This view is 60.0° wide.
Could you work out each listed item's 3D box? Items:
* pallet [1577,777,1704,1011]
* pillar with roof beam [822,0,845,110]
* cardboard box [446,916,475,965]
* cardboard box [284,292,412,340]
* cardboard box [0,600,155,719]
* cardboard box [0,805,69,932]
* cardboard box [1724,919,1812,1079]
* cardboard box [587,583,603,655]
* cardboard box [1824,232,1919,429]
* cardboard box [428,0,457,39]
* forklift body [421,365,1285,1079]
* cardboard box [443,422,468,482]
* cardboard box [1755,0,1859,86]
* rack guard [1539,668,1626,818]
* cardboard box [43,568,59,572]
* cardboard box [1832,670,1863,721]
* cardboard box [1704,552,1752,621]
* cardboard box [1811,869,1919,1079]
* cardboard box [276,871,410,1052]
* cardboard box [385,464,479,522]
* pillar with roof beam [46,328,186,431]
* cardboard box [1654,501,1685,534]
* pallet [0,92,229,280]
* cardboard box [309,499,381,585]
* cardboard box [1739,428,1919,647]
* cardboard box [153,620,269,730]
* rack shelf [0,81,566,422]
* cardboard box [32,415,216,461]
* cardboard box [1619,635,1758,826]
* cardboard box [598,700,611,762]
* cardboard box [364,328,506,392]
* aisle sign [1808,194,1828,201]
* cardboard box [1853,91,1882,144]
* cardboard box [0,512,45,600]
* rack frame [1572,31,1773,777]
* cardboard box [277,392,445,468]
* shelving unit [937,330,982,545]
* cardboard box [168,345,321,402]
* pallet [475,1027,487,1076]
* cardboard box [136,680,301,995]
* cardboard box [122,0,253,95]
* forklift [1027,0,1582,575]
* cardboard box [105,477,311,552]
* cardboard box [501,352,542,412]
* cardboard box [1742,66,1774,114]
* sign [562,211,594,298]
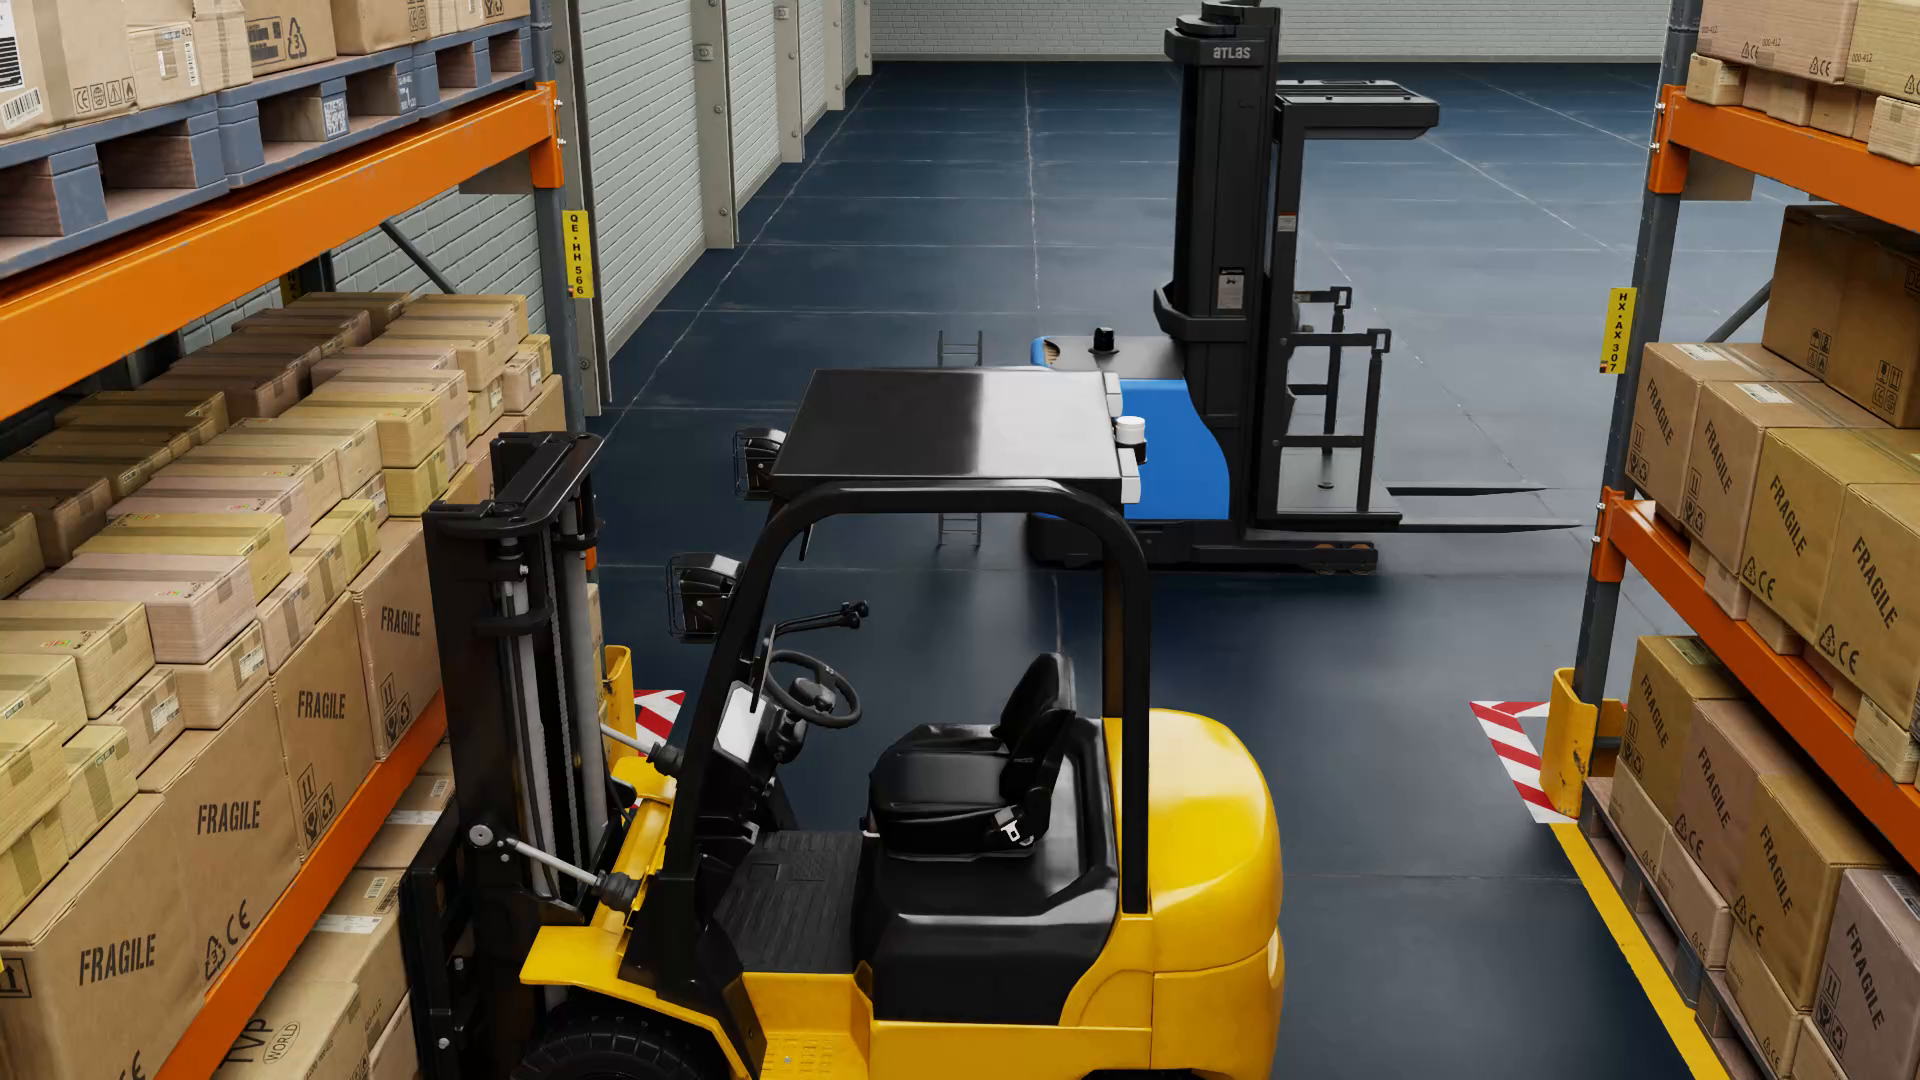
[{"bbox_3d":[2.933,1.252,6.011,1.003,0.211,1.213,1,21,2],"label":"pallet"},{"bbox_3d":[2.145,-11.608,27.005,9.100,9.000,0.400,1,21,2],"label":"pillar with roof beam"},{"bbox_3d":[-1.708,1.159,4.925,0.500,0.250,0.500,1,21,1],"label":"cardboard box"},{"bbox_3d":[-2.190,-0.791,5.975,0.380,0.149,0.250,0,21,1],"label":"cardboard box"},{"bbox_3d":[-1.865,0.236,3.327,0.380,0.149,0.250,0,21,1],"label":"cardboard box"},{"bbox_3d":[-1.815,0.562,2.898,0.380,0.149,0.250,0,21,1],"label":"cardboard box"},{"bbox_3d":[2.667,1.387,5.027,0.500,0.250,0.500,2,21,5],"label":"cardboard box"},{"bbox_3d":[-1.668,0.367,6.274,0.500,0.250,0.500,1,21,3],"label":"cardboard box"},{"bbox_3d":[3.175,-0.651,5.128,0.700,0.500,0.500,1,21,2],"label":"cardboard box"},{"bbox_3d":[-1.696,-1.606,4.842,0.396,0.266,0.258,1,21,2],"label":"cardboard box"},{"bbox_3d":[-0.200,0.679,4.806,2.313,2.155,1.214,1,21,2],"label":"forklift body"},{"bbox_3d":[-1.724,-0.271,5.045,0.380,0.149,0.250,0,21,0],"label":"cardboard box"},{"bbox_3d":[2.689,-1.476,4.835,0.500,0.250,0.500,0,21,1],"label":"cardboard box"},{"bbox_3d":[2.993,0.824,6.715,1.175,0.500,0.348,1,21,2],"label":"rack guard"},{"bbox_3d":[-2.300,0.089,4.118,0.380,0.149,0.250,0,21,1],"label":"cardboard box"},{"bbox_3d":[2.682,0.431,4.618,0.380,0.149,0.250,0,21,0],"label":"cardboard box"},{"bbox_3d":[2.642,0.146,5.353,0.380,0.149,0.250,1,21,2],"label":"cardboard box"},{"bbox_3d":[2.651,1.228,4.401,0.500,0.500,0.500,2,21,4],"label":"cardboard box"},{"bbox_3d":[-1.730,1.107,4.366,0.500,0.250,0.500,1,21,3],"label":"cardboard box"},{"bbox_3d":[-1.759,0.084,5.026,0.500,0.500,0.500,0,21,1],"label":"cardboard box"},{"bbox_3d":[1.415,-2.930,4.641,9.100,9.000,0.400,1,21,2],"label":"pillar with roof beam"},{"bbox_3d":[2.778,-0.132,6.069,0.380,0.149,0.250,1,21,2],"label":"cardboard box"},{"bbox_3d":[-2.088,-0.642,3.013,1.003,0.211,1.213,1,21,2],"label":"pallet"},{"bbox_3d":[-1.748,0.004,4.338,0.380,0.149,0.250,0,21,1],"label":"cardboard box"},{"bbox_3d":[2.677,-0.015,4.871,0.500,0.500,0.500,0,21,1],"label":"cardboard box"},{"bbox_3d":[-1.747,0.286,3.611,0.380,0.149,0.250,1,21,3],"label":"cardboard box"},{"bbox_3d":[-2.027,-0.762,4.195,1.077,0.370,4.000,1,21,2],"label":"rack shelf"},{"bbox_3d":[-2.266,-0.232,4.535,0.380,0.149,0.250,1,21,2],"label":"cardboard box"},{"bbox_3d":[2.694,0.664,5.854,0.500,0.500,0.500,0,21,0],"label":"cardboard box"},{"bbox_3d":[-1.665,0.837,6.446,0.500,0.250,0.500,1,21,2],"label":"cardboard box"},{"bbox_3d":[-1.724,-0.594,5.467,0.380,0.149,0.250,1,21,3],"label":"cardboard box"},{"bbox_3d":[3.287,-1.600,5.913,0.394,0.787,0.004,1,21,2],"label":"aisle sign"},{"bbox_3d":[2.713,-1.157,4.565,0.380,0.149,0.250,0,21,0],"label":"cardboard box"},{"bbox_3d":[-2.363,0.046,3.816,0.380,0.149,0.250,0,21,1],"label":"cardboard box"},{"bbox_3d":[2.995,-0.369,6.334,1.000,3.000,0.127,1,21,2],"label":"rack frame"},{"bbox_3d":[-1.705,-0.316,4.750,0.380,0.149,0.250,1,21,3],"label":"cardboard box"},{"bbox_3d":[0.000,-0.565,9.325,0.258,1.200,0.189,1,21,2],"label":"shelving unit"},{"bbox_3d":[-2.248,-0.512,5.256,0.380,0.149,0.250,1,21,2],"label":"cardboard box"},{"bbox_3d":[-1.988,1.594,5.128,1.003,0.211,1.213,1,21,2],"label":"pallet"},{"bbox_3d":[-1.814,0.631,3.618,0.500,0.500,0.500,1,21,3],"label":"cardboard box"},{"bbox_3d":[-1.739,-1.088,3.506,0.396,0.266,0.258,0,21,0],"label":"cardboard box"},{"bbox_3d":[1.906,-1.369,9.006,3.031,2.935,1.130,0,21,1],"label":"forklift"},{"bbox_3d":[-1.822,-0.043,4.046,0.380,0.149,0.250,1,21,1],"label":"cardboard box"},{"bbox_3d":[-1.675,-0.550,5.766,0.380,0.149,0.250,1,21,2],"label":"cardboard box"},{"bbox_3d":[2.742,-1.438,5.290,0.380,0.149,0.250,0,21,0],"label":"cardboard box"},{"bbox_3d":[-1.424,-1.062,6.191,0.100,0.325,0.005,1,21,2],"label":"sign"}]
